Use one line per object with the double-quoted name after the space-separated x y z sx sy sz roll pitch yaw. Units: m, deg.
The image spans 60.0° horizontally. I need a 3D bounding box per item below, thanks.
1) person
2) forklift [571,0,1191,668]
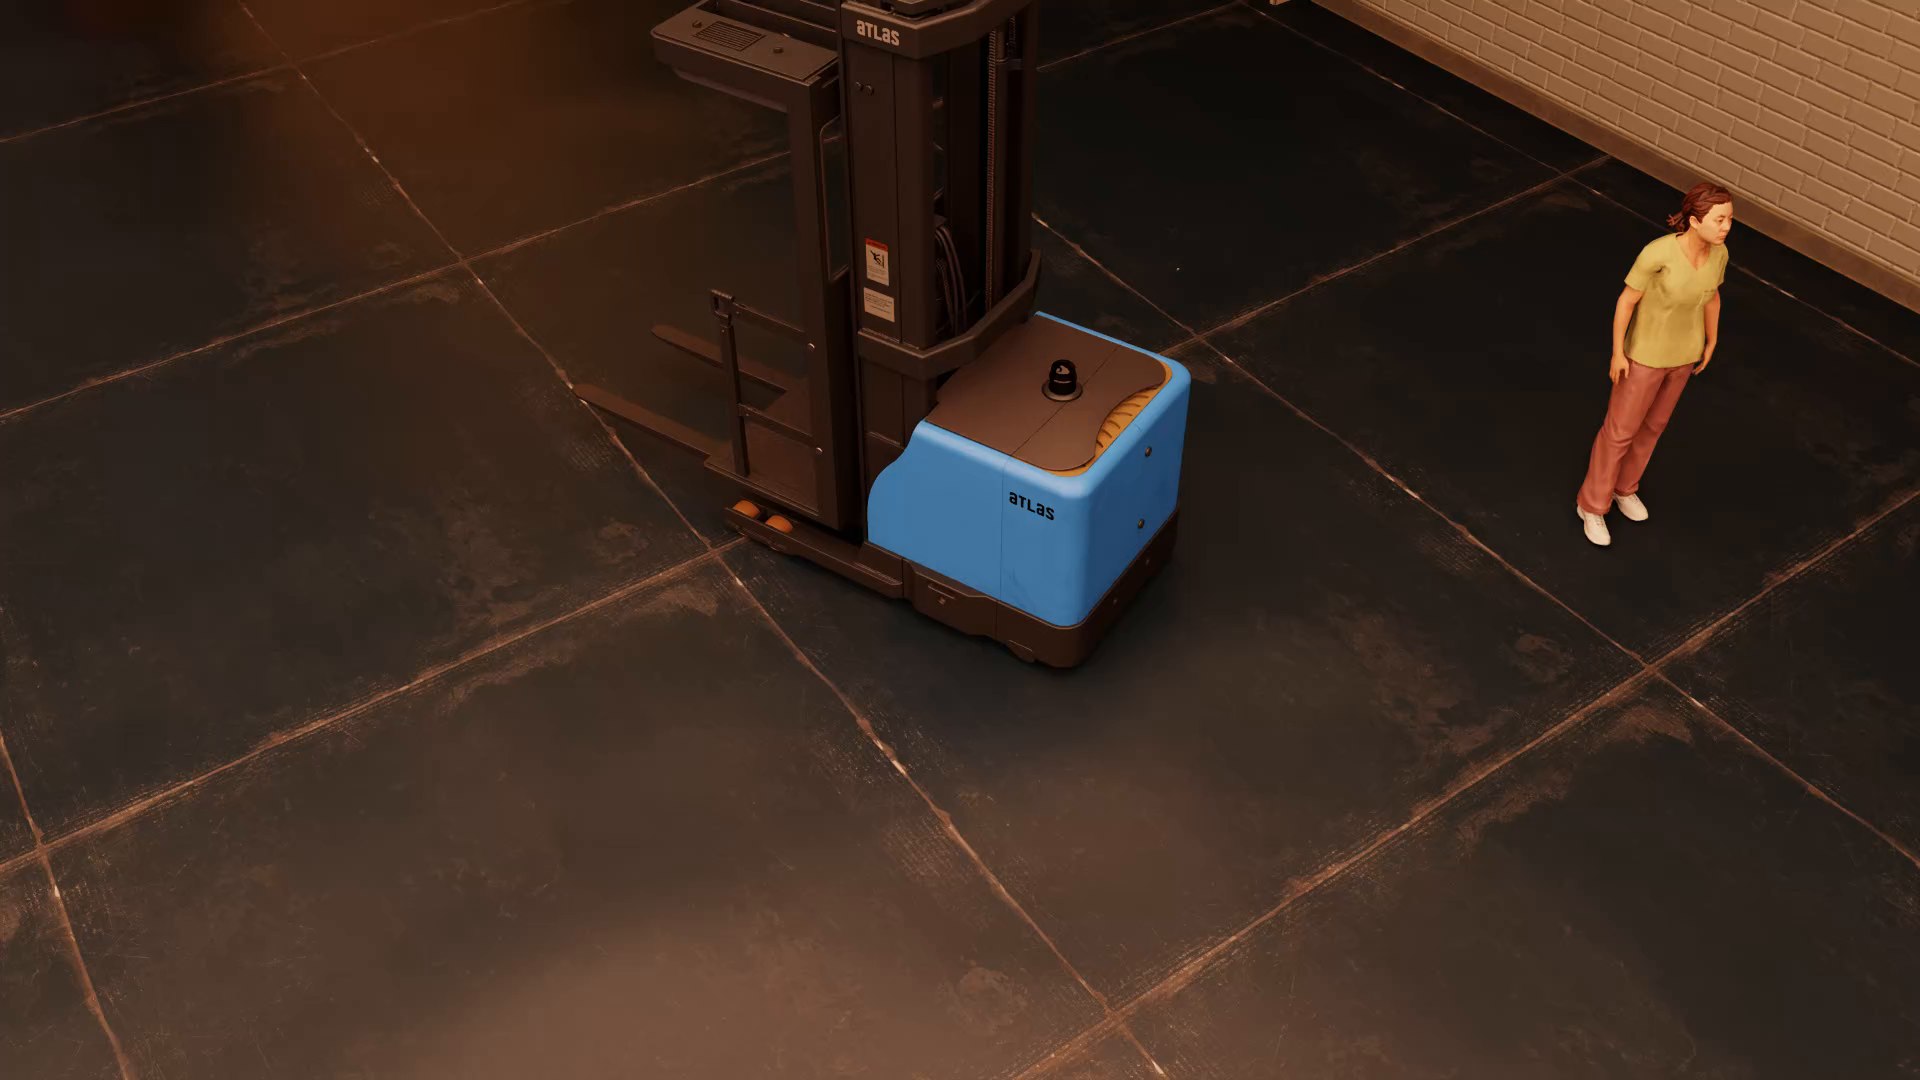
3.184 -0.790 7.488 0.552 1.676 0.551 -11 44 -11 "person"
-0.511 -1.302 7.129 3.031 2.935 1.130 24 48 24 "forklift"
